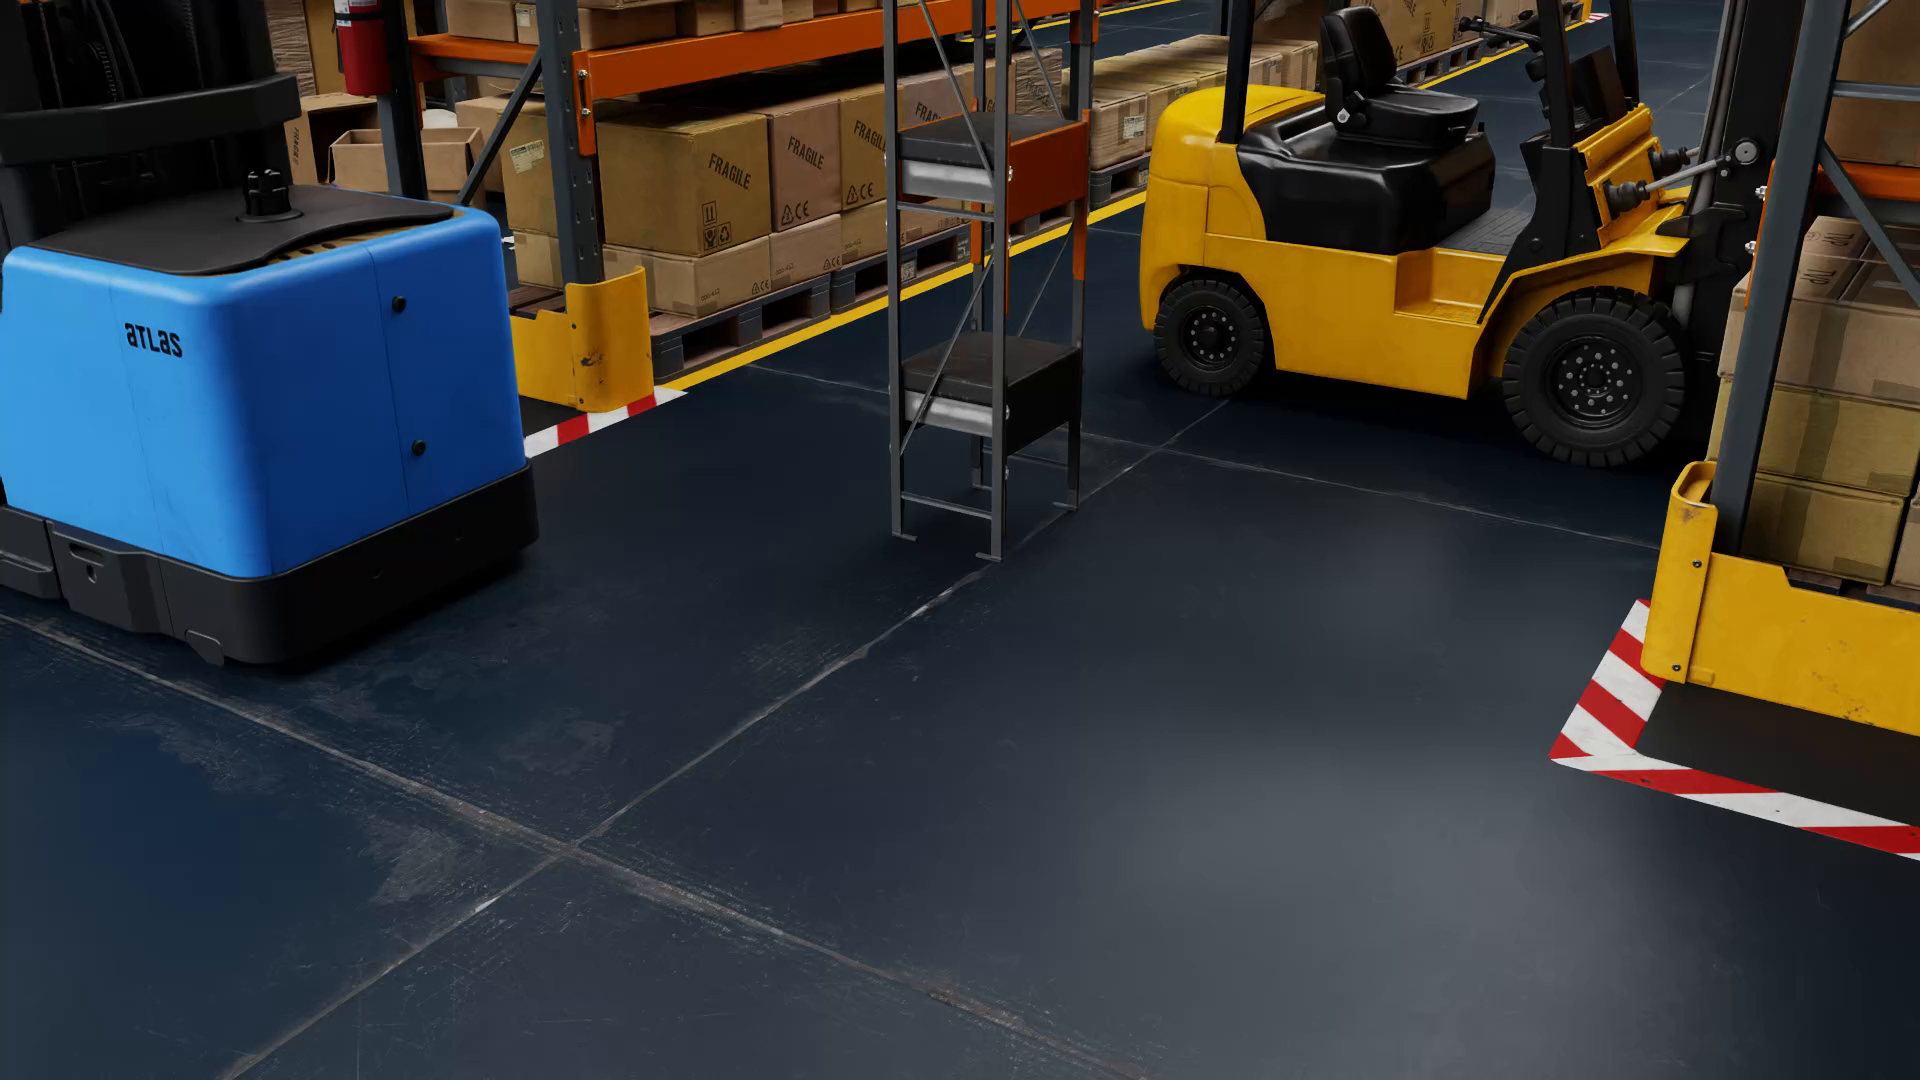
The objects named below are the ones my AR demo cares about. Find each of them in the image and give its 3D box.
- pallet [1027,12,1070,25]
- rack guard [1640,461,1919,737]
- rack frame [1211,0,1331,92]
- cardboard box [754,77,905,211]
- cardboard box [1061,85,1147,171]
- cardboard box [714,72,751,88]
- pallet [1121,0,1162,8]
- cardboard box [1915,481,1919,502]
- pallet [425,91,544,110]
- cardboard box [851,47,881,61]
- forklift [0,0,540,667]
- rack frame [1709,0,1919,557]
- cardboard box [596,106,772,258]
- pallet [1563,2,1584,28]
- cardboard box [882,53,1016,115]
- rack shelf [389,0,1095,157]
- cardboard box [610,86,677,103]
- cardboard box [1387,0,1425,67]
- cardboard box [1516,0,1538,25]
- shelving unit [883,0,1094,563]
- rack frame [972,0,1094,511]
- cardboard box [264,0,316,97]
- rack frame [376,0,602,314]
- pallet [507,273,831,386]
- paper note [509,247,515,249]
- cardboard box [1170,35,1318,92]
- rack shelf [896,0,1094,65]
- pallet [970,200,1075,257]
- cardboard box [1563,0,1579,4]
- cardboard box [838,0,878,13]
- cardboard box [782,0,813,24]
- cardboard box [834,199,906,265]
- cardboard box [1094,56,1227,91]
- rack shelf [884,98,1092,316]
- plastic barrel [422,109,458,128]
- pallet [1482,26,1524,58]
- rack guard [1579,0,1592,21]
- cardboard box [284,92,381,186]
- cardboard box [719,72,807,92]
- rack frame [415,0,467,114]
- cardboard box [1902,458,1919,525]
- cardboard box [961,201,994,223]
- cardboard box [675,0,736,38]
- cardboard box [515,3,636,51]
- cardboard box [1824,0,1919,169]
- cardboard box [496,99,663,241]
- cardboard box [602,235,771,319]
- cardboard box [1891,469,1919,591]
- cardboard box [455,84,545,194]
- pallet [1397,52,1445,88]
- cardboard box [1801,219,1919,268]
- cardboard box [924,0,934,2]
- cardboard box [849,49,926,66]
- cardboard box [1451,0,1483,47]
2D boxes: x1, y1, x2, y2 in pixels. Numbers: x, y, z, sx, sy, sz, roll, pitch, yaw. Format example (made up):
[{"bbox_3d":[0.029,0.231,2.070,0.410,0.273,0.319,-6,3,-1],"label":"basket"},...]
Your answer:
[{"bbox_3d":[0.579,-6.015,18.879,1.003,0.211,1.213,14,27,29],"label":"pallet"},{"bbox_3d":[2.390,0.187,4.189,1.175,0.500,0.348,14,27,29],"label":"rack guard"},{"bbox_3d":[2.403,-4.707,12.348,1.000,3.000,0.127,14,27,29],"label":"rack frame"},{"bbox_3d":[-0.600,-1.850,7.736,0.500,0.500,0.500,14,27,30],"label":"cardboard box"},{"bbox_3d":[0.568,-2.522,10.079,0.950,0.372,0.625,14,27,30],"label":"cardboard box"},{"bbox_3d":[-1.203,-2.216,7.765,0.380,0.149,0.250,15,28,31],"label":"cardboard box"},{"bbox_3d":[1.866,-6.839,20.781,1.003,0.211,1.213,14,27,29],"label":"pallet"},{"bbox_3d":[2.827,-0.244,4.341,0.500,0.250,0.500,14,27,30],"label":"cardboard box"},{"bbox_3d":[-3.622,-3.357,12.739,1.003,0.211,1.213,14,27,29],"label":"pallet"},{"bbox_3d":[-0.634,-2.584,8.616,0.380,0.149,0.250,15,28,31],"label":"cardboard box"},{"bbox_3d":[-2.819,-1.424,4.851,3.031,2.935,1.130,13,27,28],"label":"forklift"},{"bbox_3d":[2.402,-0.968,3.711,1.000,3.000,0.127,14,27,29],"label":"rack frame"},{"bbox_3d":[-1.144,-1.505,6.939,0.500,0.500,0.500,13,27,27],"label":"cardboard box"},{"bbox_3d":[6.268,-5.842,18.478,1.003,0.211,1.213,14,27,29],"label":"pallet"},{"bbox_3d":[-0.057,-2.205,8.555,0.500,0.500,0.500,14,27,30],"label":"cardboard box"},{"bbox_3d":[-0.762,-2.352,7.814,1.077,0.370,4.000,14,27,29],"label":"rack shelf"},{"bbox_3d":[-1.479,-2.043,7.366,0.380,0.149,0.250,15,27,30],"label":"cardboard box"},{"bbox_3d":[3.312,-4.441,13.879,0.875,0.875,0.875,14,27,30],"label":"cardboard box"},{"bbox_3d":[5.407,-5.566,17.028,0.875,0.438,0.875,13,27,27],"label":"cardboard box"},{"bbox_3d":[0.087,-1.019,4.962,0.431,2.100,0.503,14,27,29],"label":"shelving unit"},{"bbox_3d":[0.216,-1.102,5.152,0.400,2.100,0.015,14,27,29],"label":"rack frame"},{"bbox_3d":[-4.829,-3.076,10.725,0.875,0.875,0.875,14,27,29],"label":"cardboard box"},{"bbox_3d":[-1.816,-2.007,6.111,1.000,3.000,0.127,14,27,29],"label":"rack frame"},{"bbox_3d":[-1.318,-1.020,7.341,1.003,0.211,1.213,14,27,29],"label":"pallet"},{"bbox_3d":[-2.347,-1.561,8.844,0.032,0.001,0.123,14,27,29],"label":"paper note"},{"bbox_3d":[2.097,-3.506,12.351,0.950,0.372,0.625,12,26,25],"label":"cardboard box"},{"bbox_3d":[0.087,-1.649,4.689,0.431,0.518,0.480,14,27,29],"label":"rack shelf"},{"bbox_3d":[-0.031,-1.844,9.243,1.003,0.211,1.213,14,27,29],"label":"pallet"},{"bbox_3d":[6.360,-6.181,18.448,0.875,0.438,0.875,13,27,27],"label":"cardboard box"},{"bbox_3d":[-0.598,-2.479,7.517,0.380,0.149,0.250,13,27,28],"label":"cardboard box"},{"bbox_3d":[-0.851,-2.294,7.091,0.380,0.149,0.250,15,27,30],"label":"cardboard box"},{"bbox_3d":[-0.603,-1.510,7.895,0.500,0.250,0.500,16,28,32],"label":"cardboard box"},{"bbox_3d":[1.310,-3.000,11.184,0.950,0.372,0.625,15,28,31],"label":"cardboard box"},{"bbox_3d":[0.087,-1.007,4.967,0.431,0.518,0.480,14,27,29],"label":"rack shelf"},{"bbox_3d":[-3.260,-2.474,10.432,0.421,0.421,0.512,-7,24,-17],"label":"plastic barrel"},{"bbox_3d":[4.981,-5.018,16.576,1.003,0.211,1.213,14,27,29],"label":"pallet"},{"bbox_3d":[6.636,-6.269,19.101,1.175,0.500,0.348,14,27,29],"label":"rack guard"},{"bbox_3d":[-3.912,-2.476,10.336,0.500,0.500,0.500,20,30,38],"label":"cardboard box"},{"bbox_3d":[-1.071,-1.953,7.975,0.500,0.500,0.500,13,27,28],"label":"cardboard box"},{"bbox_3d":[-3.965,-4.361,11.547,1.000,3.000,0.127,14,27,29],"label":"rack frame"},{"bbox_3d":[2.652,-0.290,5.077,0.500,0.250,0.500,14,27,29],"label":"cardboard box"},{"bbox_3d":[-0.062,-1.851,8.682,0.500,0.250,0.500,13,27,28],"label":"cardboard box"},{"bbox_3d":[-1.131,-2.124,6.697,0.380,0.149,0.250,13,27,27],"label":"cardboard box"},{"bbox_3d":[-1.461,-1.963,6.326,0.380,0.149,0.250,14,27,29],"label":"cardboard box"},{"bbox_3d":[2.439,-1.235,4.202,0.500,0.500,0.500,13,27,28],"label":"cardboard box"},{"bbox_3d":[-1.615,-1.607,7.176,0.500,0.500,0.500,14,27,29],"label":"cardboard box"},{"bbox_3d":[-1.156,-1.153,7.069,0.500,0.250,0.500,14,27,29],"label":"cardboard box"},{"bbox_3d":[2.828,-0.024,4.463,0.500,0.250,0.500,14,27,29],"label":"cardboard box"},{"bbox_3d":[-2.555,-2.365,9.908,0.797,0.637,0.503,14,27,29],"label":"cardboard box"},{"bbox_3d":[3.528,-4.088,14.428,1.003,0.211,1.213,14,27,29],"label":"pallet"},{"bbox_3d":[2.645,-0.753,4.887,0.500,0.250,0.500,14,27,30],"label":"cardboard box"},{"bbox_3d":[-0.311,-2.646,7.903,0.380,0.149,0.250,13,27,28],"label":"cardboard box"},{"bbox_3d":[-0.520,-2.307,8.791,0.500,0.500,0.500,15,28,31],"label":"cardboard box"},{"bbox_3d":[4.254,-5.049,15.284,0.875,0.875,0.875,15,27,31],"label":"cardboard box"}]
